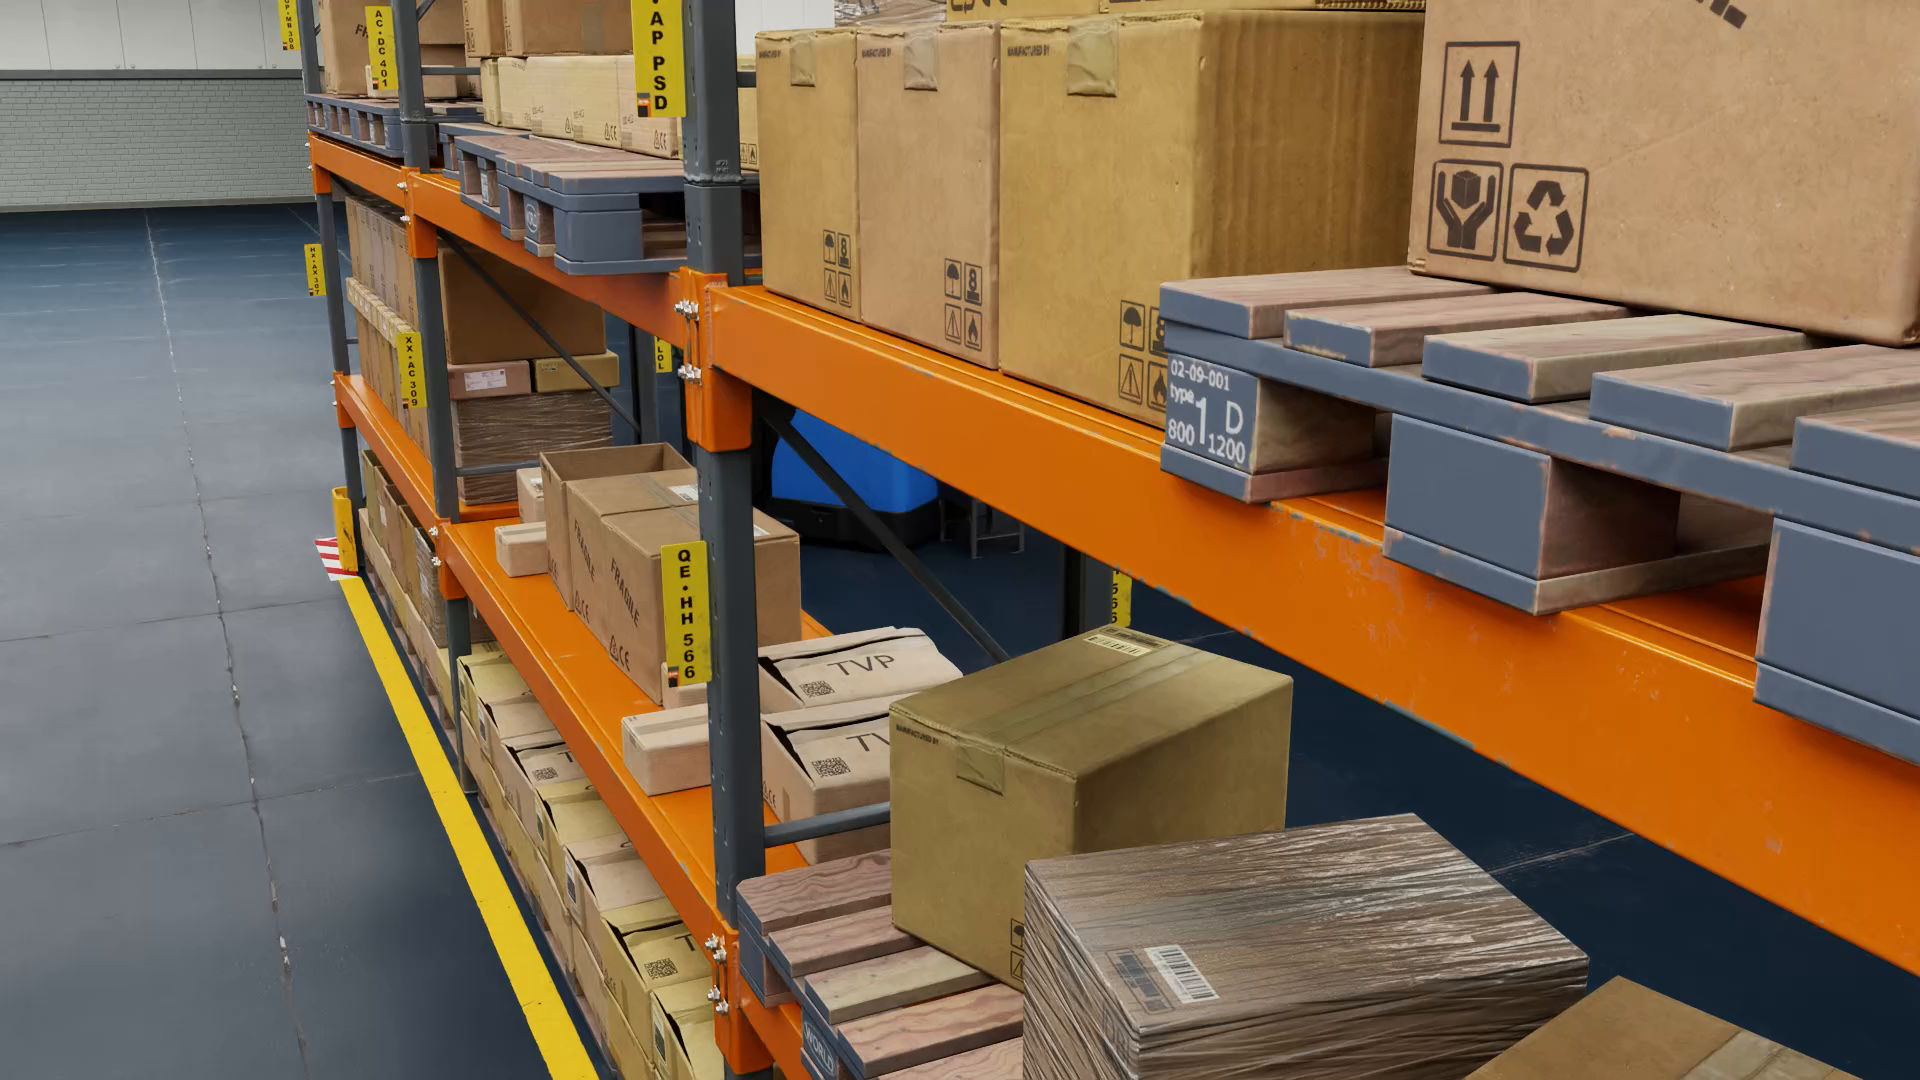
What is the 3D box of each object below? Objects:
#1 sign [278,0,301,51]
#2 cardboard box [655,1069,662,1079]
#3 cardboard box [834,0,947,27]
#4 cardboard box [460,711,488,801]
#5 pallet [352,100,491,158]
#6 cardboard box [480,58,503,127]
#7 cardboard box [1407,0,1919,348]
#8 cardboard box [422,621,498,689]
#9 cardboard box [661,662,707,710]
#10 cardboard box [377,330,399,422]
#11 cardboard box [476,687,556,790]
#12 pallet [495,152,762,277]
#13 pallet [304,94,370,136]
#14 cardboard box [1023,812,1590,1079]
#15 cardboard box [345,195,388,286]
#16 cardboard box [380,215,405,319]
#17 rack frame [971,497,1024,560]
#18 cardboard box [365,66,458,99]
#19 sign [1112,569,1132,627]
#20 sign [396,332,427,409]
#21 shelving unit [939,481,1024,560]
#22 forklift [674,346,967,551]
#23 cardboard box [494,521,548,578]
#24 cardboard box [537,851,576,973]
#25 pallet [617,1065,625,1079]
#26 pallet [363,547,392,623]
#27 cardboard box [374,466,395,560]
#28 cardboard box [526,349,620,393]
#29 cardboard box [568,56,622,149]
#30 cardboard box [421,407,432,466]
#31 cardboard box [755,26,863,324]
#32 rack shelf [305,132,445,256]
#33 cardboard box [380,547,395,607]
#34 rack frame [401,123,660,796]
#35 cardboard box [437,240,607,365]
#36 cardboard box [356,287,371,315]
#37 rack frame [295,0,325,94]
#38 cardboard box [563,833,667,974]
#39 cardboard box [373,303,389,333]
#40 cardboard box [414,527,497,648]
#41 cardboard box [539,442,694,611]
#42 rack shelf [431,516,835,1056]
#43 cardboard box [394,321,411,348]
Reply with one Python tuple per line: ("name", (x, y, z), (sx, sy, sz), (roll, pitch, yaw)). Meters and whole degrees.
("sign", (-4.107, -3.165, 10.177), (0.100, 0.325, 0.005), (-8, 18, -25))
("cardboard box", (-0.550, 1.671, 4.712), (0.500, 0.250, 0.500), (-7, 18, -24))
("cardboard box", (0.085, -1.209, 3.093), (0.500, 0.500, 0.500), (-8, 18, -25))
("cardboard box", (-1.899, 0.911, 7.363), (0.500, 0.250, 0.500), (-8, 18, -26))
("pallet", (-2.250, -1.947, 7.819), (1.003, 0.211, 1.213), (-8, 18, -25))
("cardboard box", (-1.592, -1.757, 6.507), (0.500, 0.250, 0.500), (-6, 17, -19))
("cardboard box", (0.911, -0.559, 1.700), (0.600, 0.600, 0.600), (-8, 18, -27))
("cardboard box", (-2.463, 0.567, 8.561), (0.500, 0.250, 0.500), (-8, 18, -25))
("cardboard box", (-0.710, 0.464, 5.151), (0.380, 0.149, 0.250), (-6, 17, -21))
("cardboard box", (-2.966, -1.008, 9.645), (0.700, 0.500, 0.500), (-8, 18, -25))
("cardboard box", (-1.681, 0.768, 6.842), (0.500, 0.311, 0.500), (-8, 18, -26))
("pallet", (-0.478, -0.856, 4.199), (1.213, 0.211, 1.003), (-7, 17, -22))
("pallet", (-3.319, -2.552, 9.927), (1.003, 0.211, 1.213), (-8, 18, -25))
("cardboard box", (0.506, 0.795, 2.599), (0.700, 0.500, 0.500), (-4, 17, -14))
("cardboard box", (-3.389, -1.872, 10.304), (0.700, 0.500, 0.500), (-8, 18, -25))
("cardboard box", (-2.713, -1.493, 8.983), (0.700, 0.500, 0.500), (-8, 18, -25))
("rack frame", (0.259, -0.898, 11.075), (0.400, 2.100, 0.015), (-8, 18, -25))
("cardboard box", (-2.627, -2.195, 7.965), (0.380, 0.149, 0.250), (-8, 18, -25))
("sign", (0.383, 0.066, 4.126), (0.100, 0.325, 0.005), (-8, 18, -25))
("sign", (-2.351, -0.726, 7.129), (0.100, 0.325, 0.005), (-8, 18, -25))
("shelving unit", (0.150, -0.959, 11.284), (0.431, 2.100, 0.503), (-8, 18, -25))
("forklift", (-1.501, -1.595, 11.995), (3.031, 2.935, 1.130), (8, 18, 25))
("cardboard box", (-1.648, 0.026, 6.677), (0.380, 0.149, 0.250), (-8, 18, -25))
("cardboard box", (-1.225, 1.292, 6.034), (0.500, 0.250, 0.500), (-7, 18, -24))
("pallet", (-0.426, 1.784, 5.151), (1.003, 0.211, 1.213), (-8, 18, -25))
("pallet", (-3.233, 0.194, 10.692), (1.003, 0.211, 1.213), (-8, 18, -25))
("cardboard box", (-3.119, -0.166, 9.754), (0.500, 0.500, 0.500), (-8, 18, -25))
("cardboard box", (-1.797, -0.789, 7.705), (0.380, 0.149, 0.250), (-8, 18, -25))
("cardboard box", (-0.836, -1.296, 4.900), (0.500, 0.250, 0.500), (-8, 18, -26))
("cardboard box", (-2.290, -0.626, 8.314), (0.700, 0.500, 0.500), (-8, 18, -25))
("cardboard box", (0.121, -0.733, 3.248), (0.910, 0.500, 0.500), (-8, 18, -25))
("rack shelf", (-2.729, -1.931, 8.908), (1.077, 0.370, 4.000), (-8, 18, -25))
("cardboard box", (-3.129, 0.196, 9.852), (0.500, 0.250, 0.500), (-8, 18, -25))
("rack frame", (-1.853, -0.339, 7.495), (1.000, 3.000, 0.127), (-8, 18, -25))
("cardboard box", (-2.053, -1.120, 7.683), (0.700, 0.500, 0.500), (-8, 18, -25))
("cardboard box", (-3.401, -1.440, 9.975), (0.380, 0.149, 0.250), (-8, 18, -25))
("rack frame", (-3.605, -4.215, 10.123), (1.000, 3.000, 0.127), (-8, 18, -25))
("cardboard box", (-1.004, 1.149, 5.515), (0.500, 0.311, 0.500), (-8, 18, -25))
("cardboard box", (-3.061, -1.248, 9.306), (0.380, 0.149, 0.250), (-8, 18, -26))
("cardboard box", (-2.461, 0.206, 8.458), (0.500, 0.500, 0.500), (-8, 18, -25))
("cardboard box", (-1.300, -0.064, 6.355), (0.500, 0.500, 0.500), (-6, 17, -21))
("rack shelf", (-0.977, 0.503, 5.866), (1.077, 0.370, 4.000), (-8, 18, -25))
("cardboard box", (-2.720, -1.056, 8.634), (0.380, 0.149, 0.250), (-7, 17, -23))
